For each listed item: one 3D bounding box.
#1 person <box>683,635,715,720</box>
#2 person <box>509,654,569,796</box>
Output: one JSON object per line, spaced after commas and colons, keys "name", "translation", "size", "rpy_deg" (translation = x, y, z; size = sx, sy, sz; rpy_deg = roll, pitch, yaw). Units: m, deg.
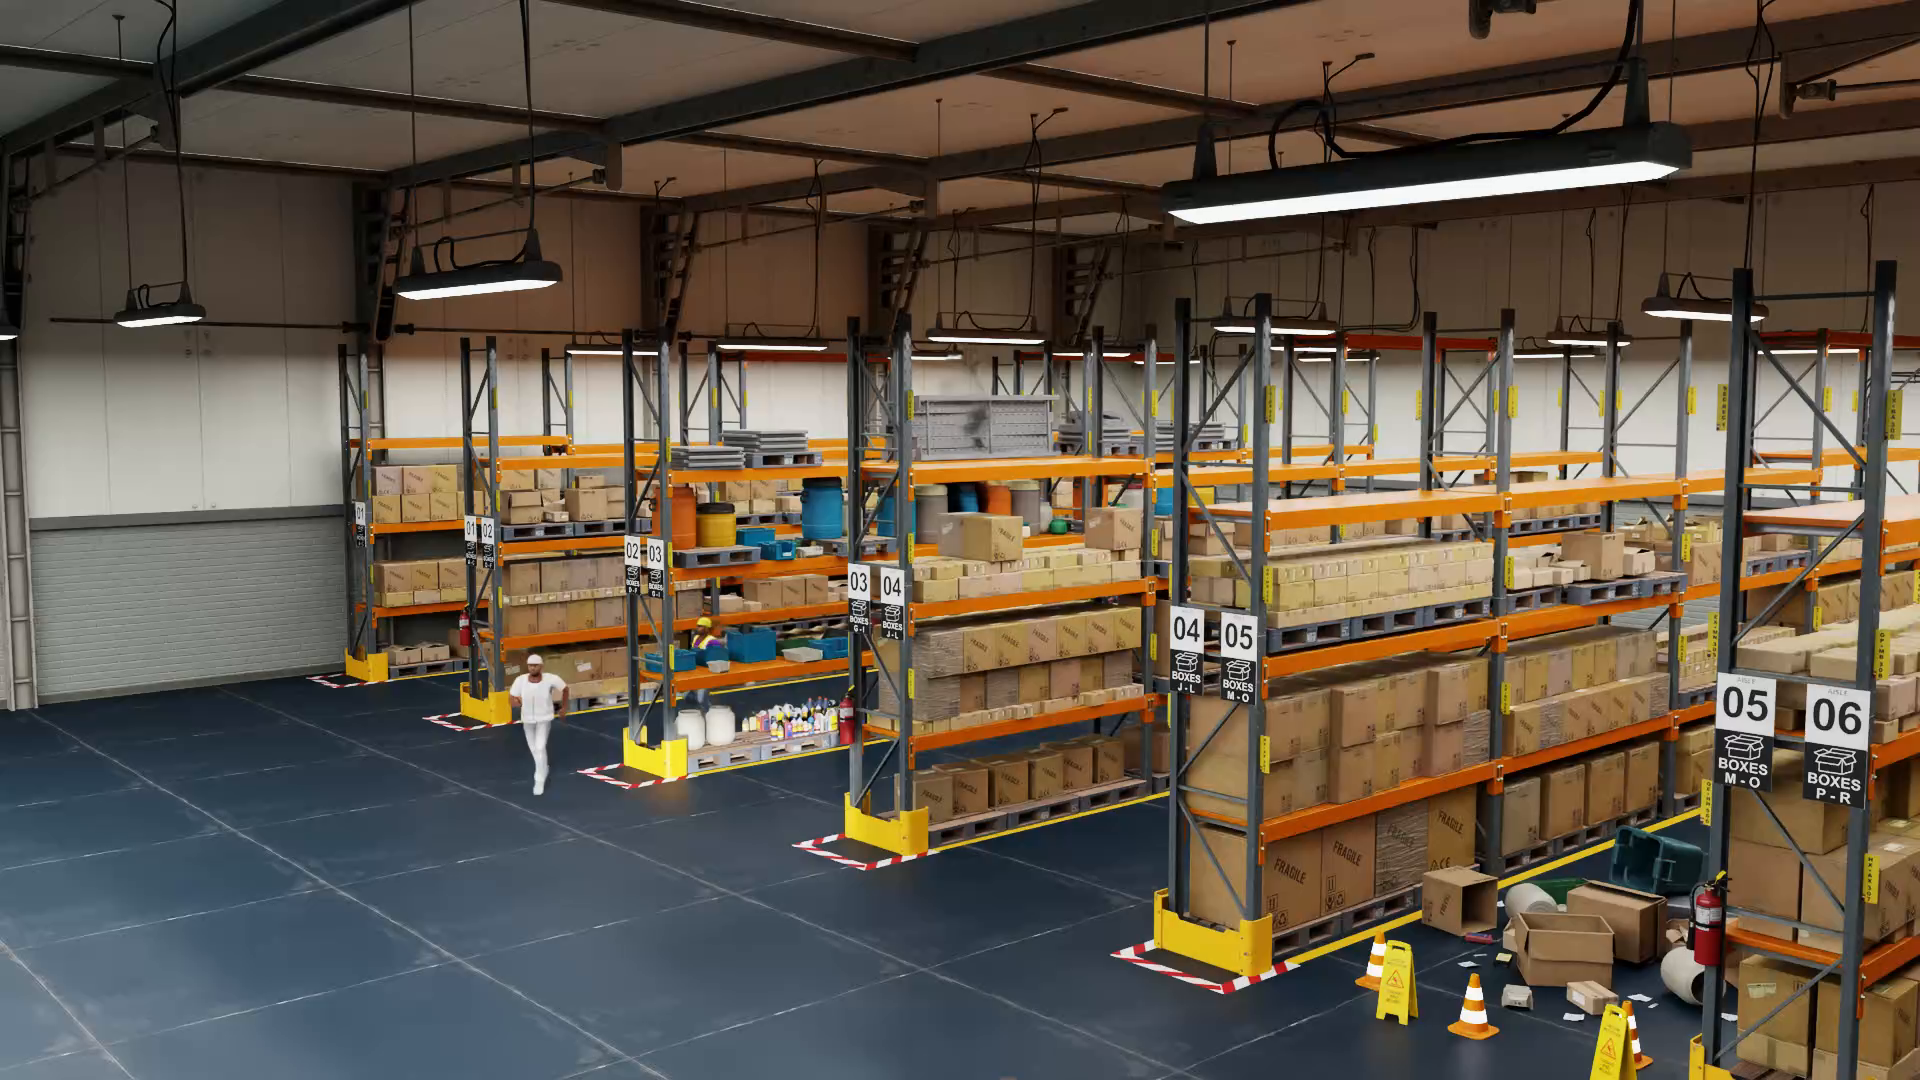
{"name": "person", "translation": [-3.942, 2.173, 25.344], "size": [0.434, 1.448, 0.530], "rpy_deg": [4, 7, 39]}
{"name": "person", "translation": [-5.489, 2.361, 21.632], "size": [0.719, 1.794, 0.842], "rpy_deg": [0, 5, 5]}
